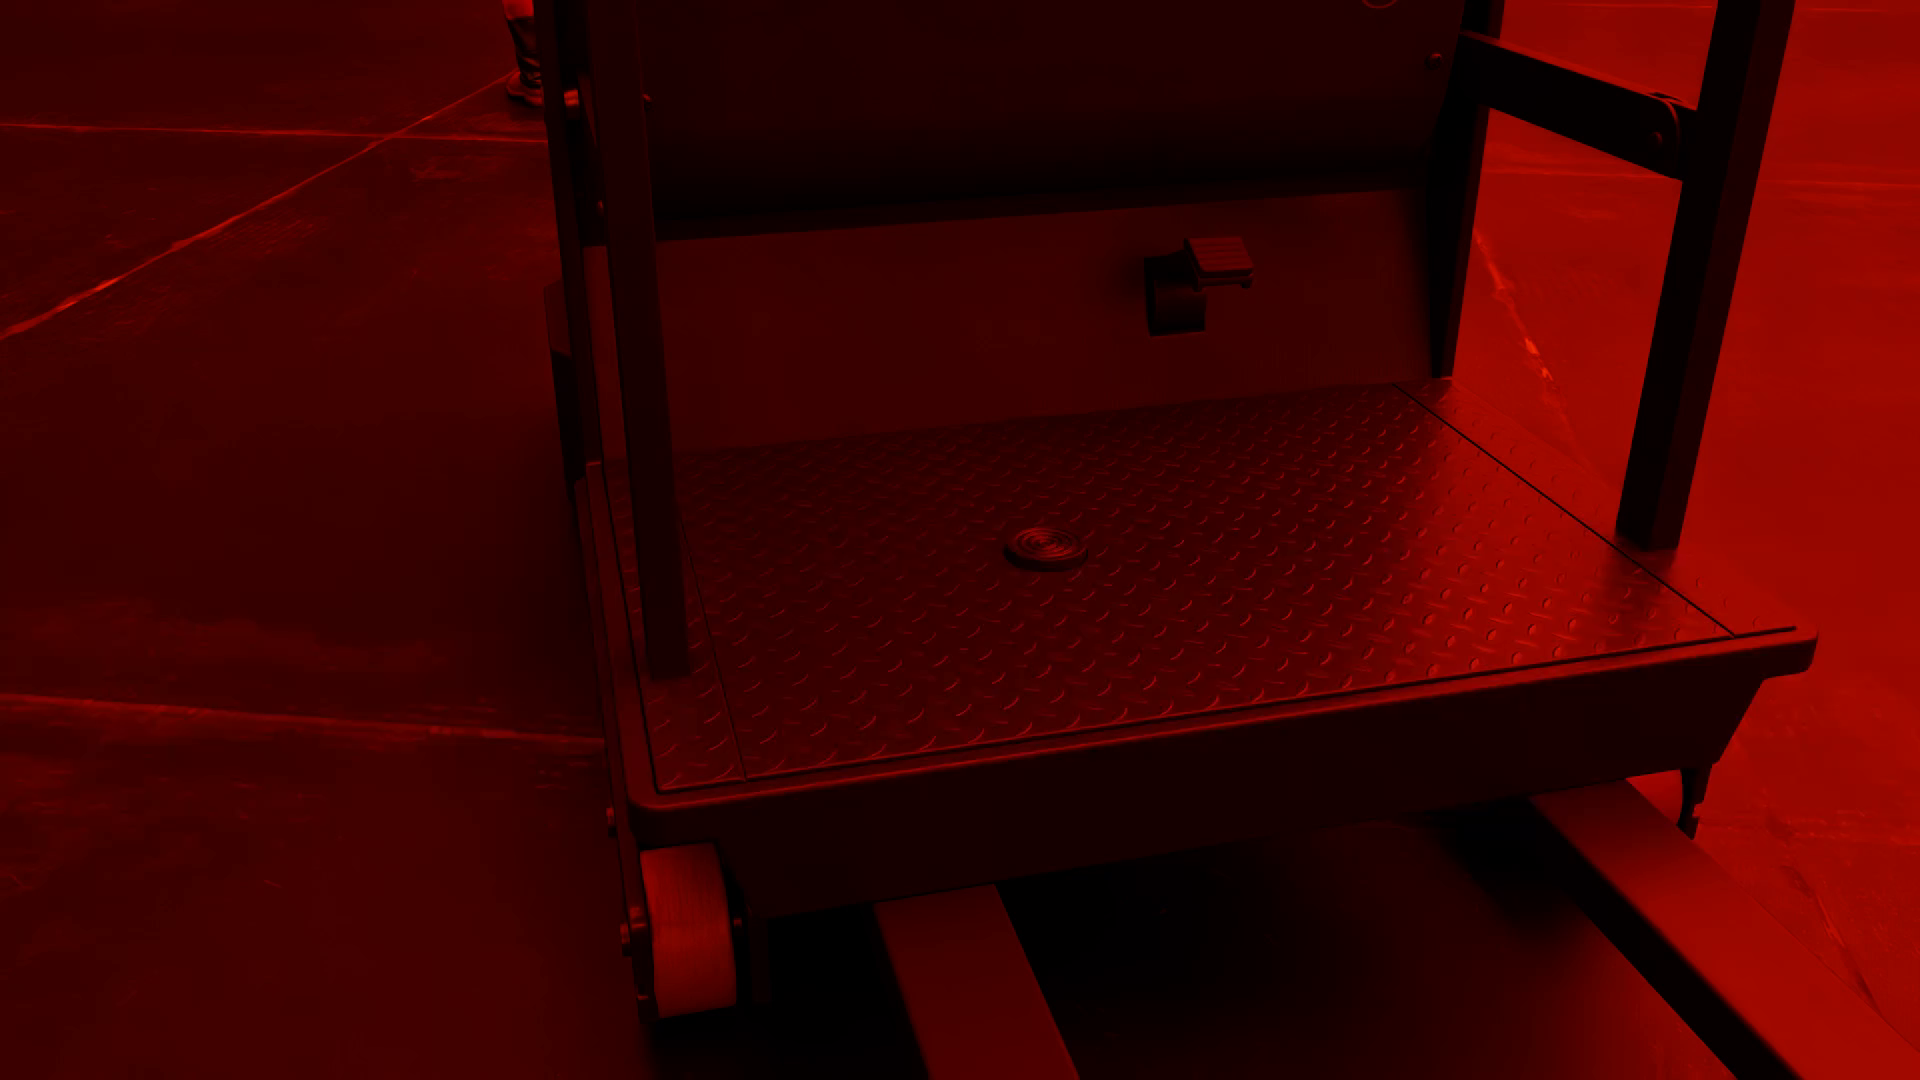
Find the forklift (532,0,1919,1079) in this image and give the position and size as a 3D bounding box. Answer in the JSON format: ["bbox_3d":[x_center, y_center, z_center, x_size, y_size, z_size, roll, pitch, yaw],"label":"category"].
[{"bbox_3d":[0.153,-1.049,1.319,1.130,2.935,3.031,-7,27,-13],"label":"forklift"}]

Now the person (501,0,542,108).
[{"bbox_3d":[-1.263,-2.220,4.960,0.622,1.781,0.445,-10,28,-20],"label":"person"}]
